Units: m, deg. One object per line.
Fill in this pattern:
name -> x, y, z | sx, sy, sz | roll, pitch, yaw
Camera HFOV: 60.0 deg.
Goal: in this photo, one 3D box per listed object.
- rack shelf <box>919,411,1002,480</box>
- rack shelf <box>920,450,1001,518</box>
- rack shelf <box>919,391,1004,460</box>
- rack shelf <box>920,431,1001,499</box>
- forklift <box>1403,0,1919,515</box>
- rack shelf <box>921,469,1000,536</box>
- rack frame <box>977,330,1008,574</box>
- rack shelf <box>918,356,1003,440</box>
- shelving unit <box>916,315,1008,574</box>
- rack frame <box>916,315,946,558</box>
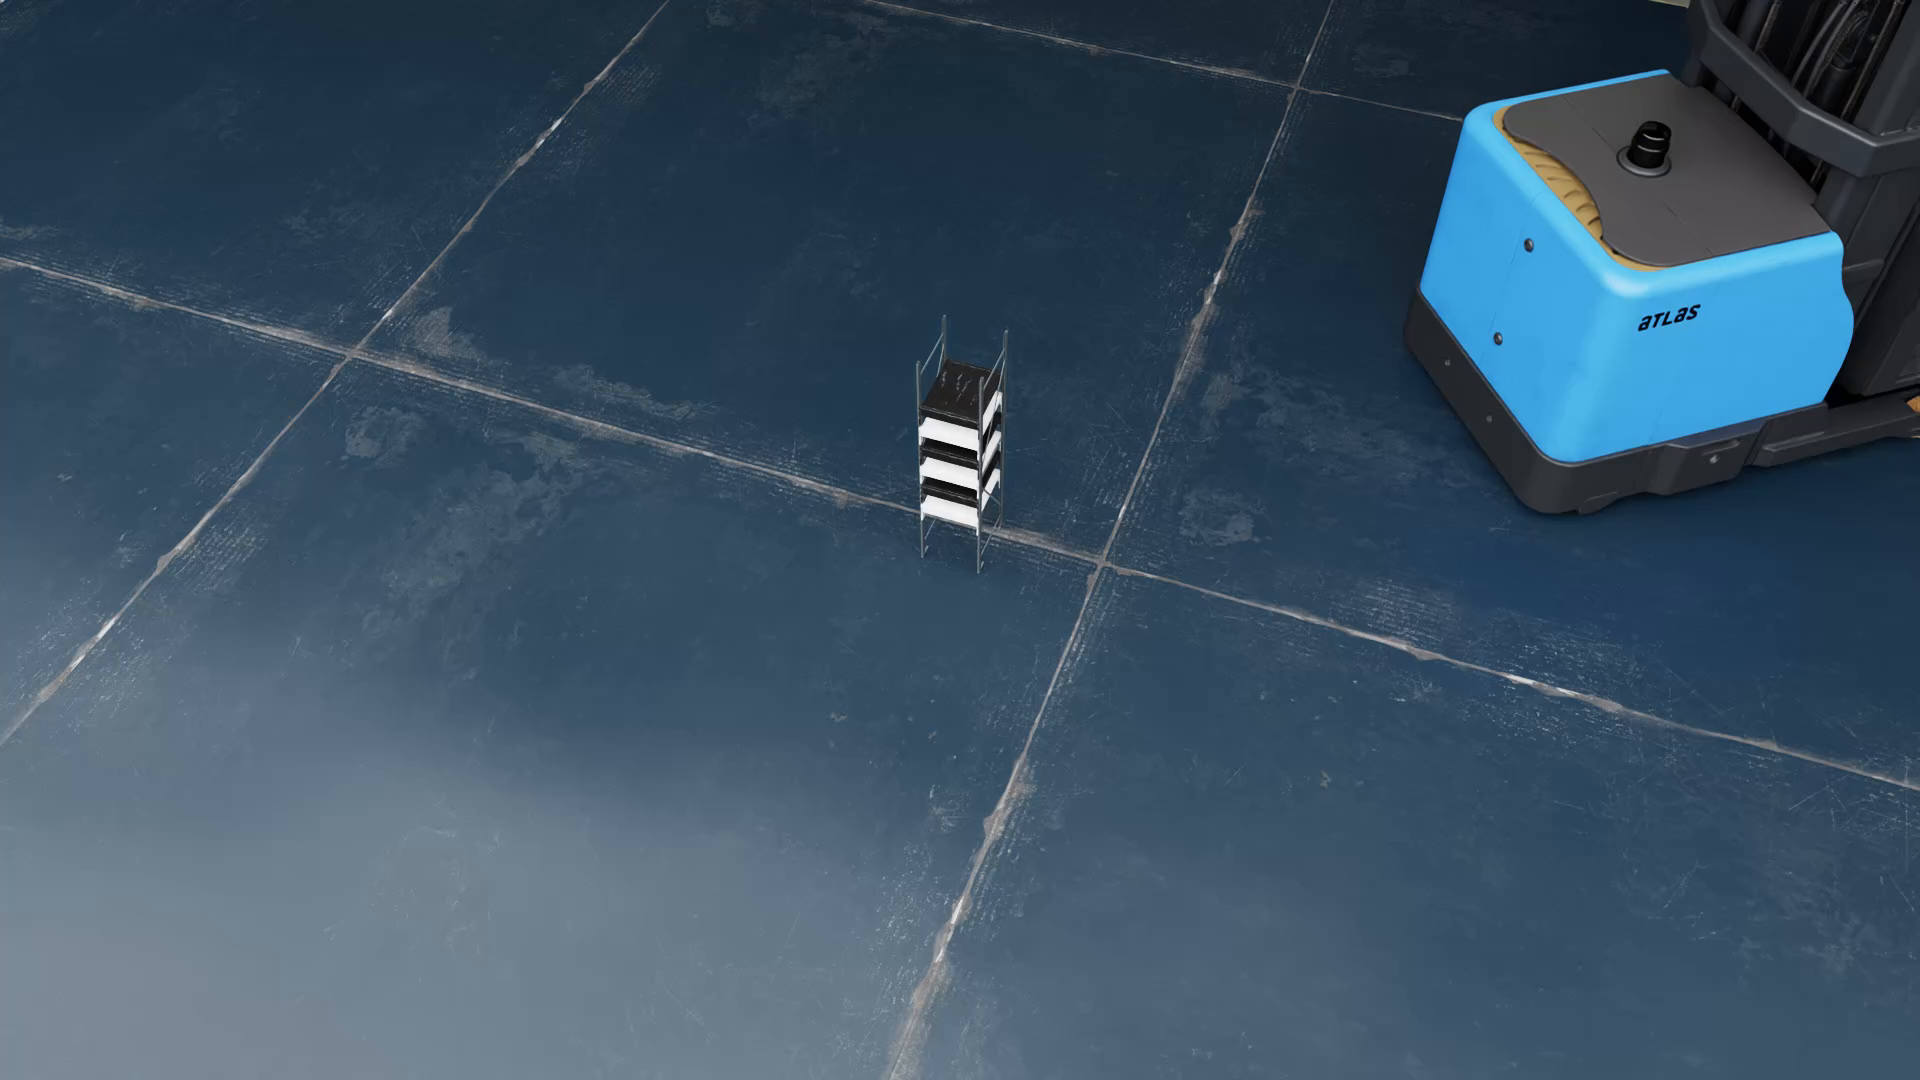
rack shelf -> 0.008, -0.330, 5.365 | 0.200, 0.077, 0.258 | 16, 51, 13
rack shelf -> 0.008, -0.212, 5.501 | 0.200, 0.077, 0.258 | 16, 51, 13
rack shelf -> 0.008, -0.389, 5.297 | 0.200, 0.077, 0.258 | 16, 51, 13
rack shelf -> 0.008, -0.271, 5.433 | 0.200, 0.077, 0.258 | 16, 51, 13
forklift -> 3.260, -1.703, 5.286 | 3.031, 2.935, 1.130 | -13, 50, -11
rack shelf -> 0.008, -0.153, 5.569 | 0.200, 0.077, 0.258 | 16, 51, 13
rack frame -> 0.103, -0.266, 5.385 | 0.006, 0.900, 0.240 | 16, 51, 13
rack shelf -> 0.008, -0.448, 5.229 | 0.200, 0.077, 0.258 | 16, 51, 13
shelving unit -> 0.008, -0.293, 5.408 | 0.210, 0.900, 0.258 | 16, 51, 13
rack frame -> -0.088, -0.319, 5.431 | 0.006, 0.900, 0.240 | 16, 51, 13
